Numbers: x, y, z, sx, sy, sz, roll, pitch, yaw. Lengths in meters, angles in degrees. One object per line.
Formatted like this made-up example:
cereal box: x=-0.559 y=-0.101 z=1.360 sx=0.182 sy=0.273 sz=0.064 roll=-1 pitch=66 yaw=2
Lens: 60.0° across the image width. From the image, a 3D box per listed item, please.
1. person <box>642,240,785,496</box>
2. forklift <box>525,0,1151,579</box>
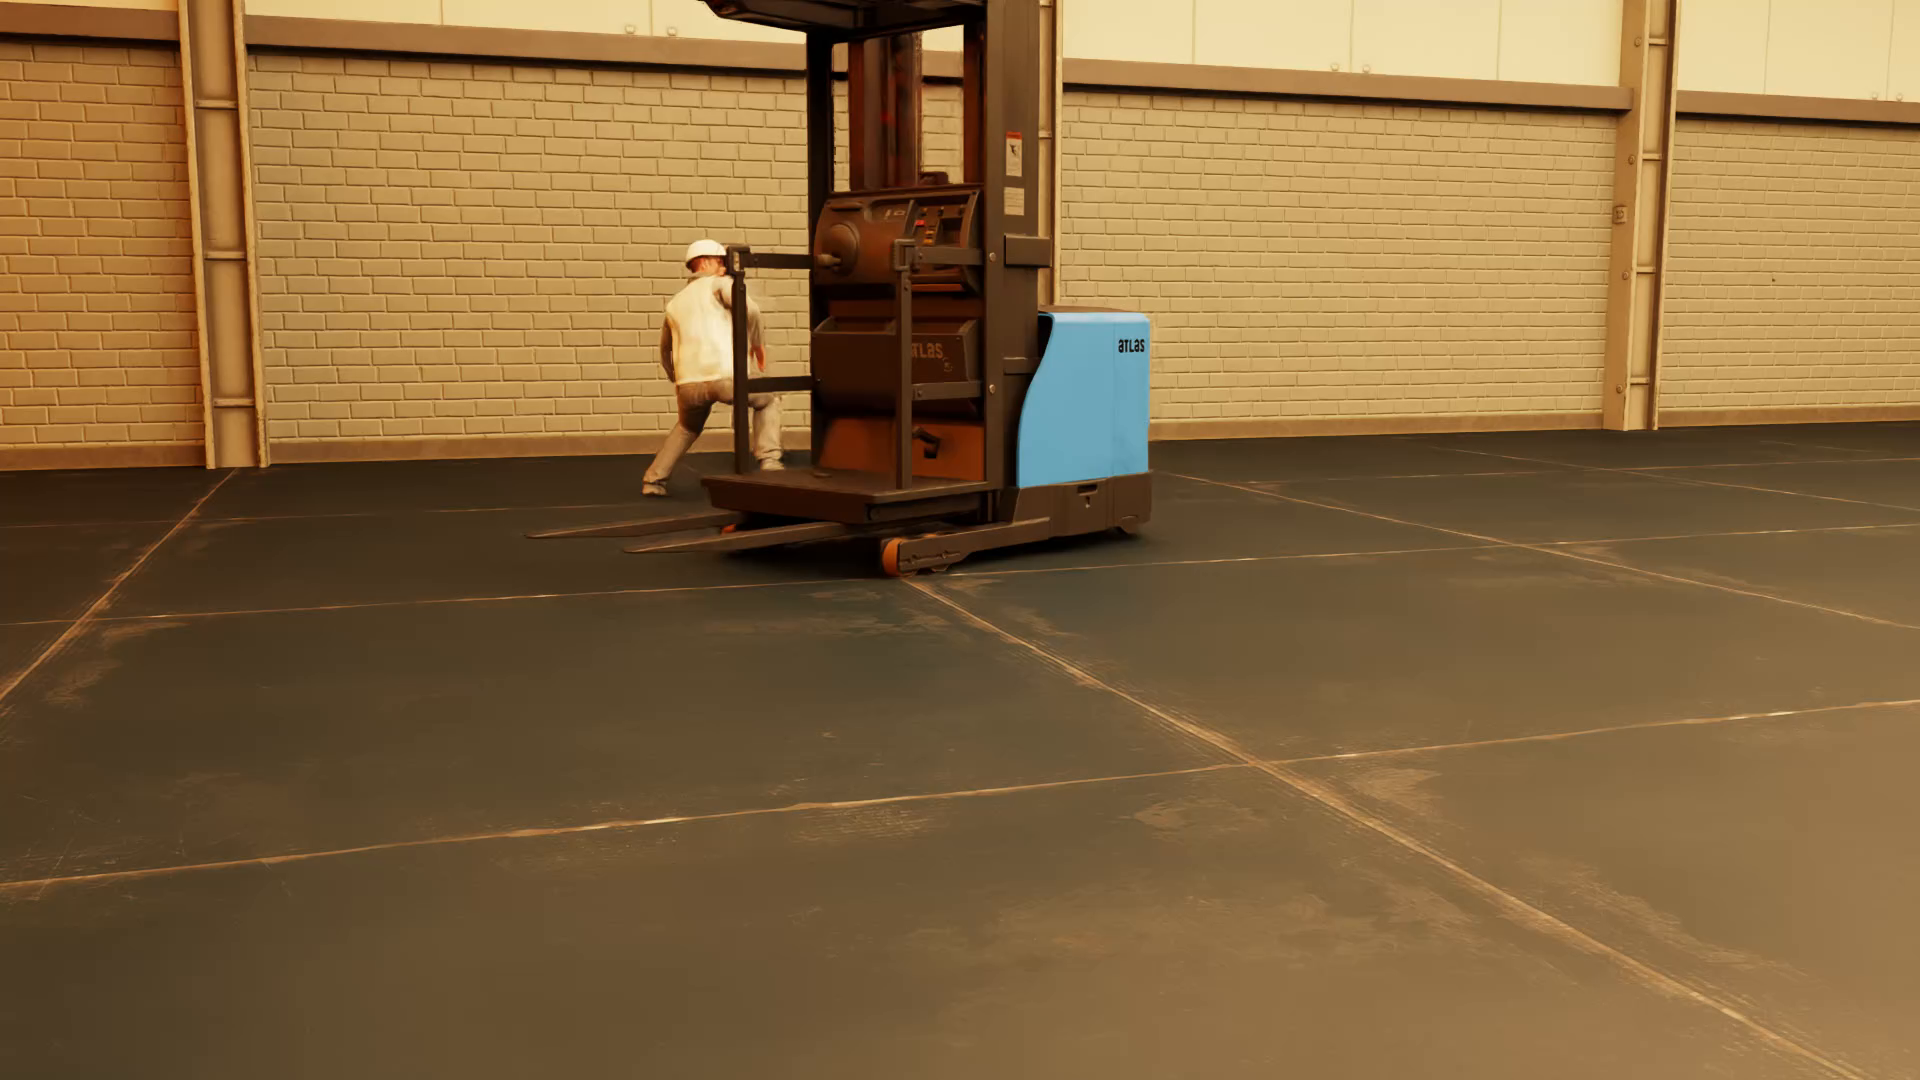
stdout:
person: x=-1.460 y=-0.979 z=9.743 sx=0.881 sy=1.548 sz=0.691 roll=3 pitch=8 yaw=18
forklift: x=-0.425 y=-1.371 z=7.129 sx=1.130 sy=2.935 sz=3.031 roll=7 pitch=10 yaw=41
